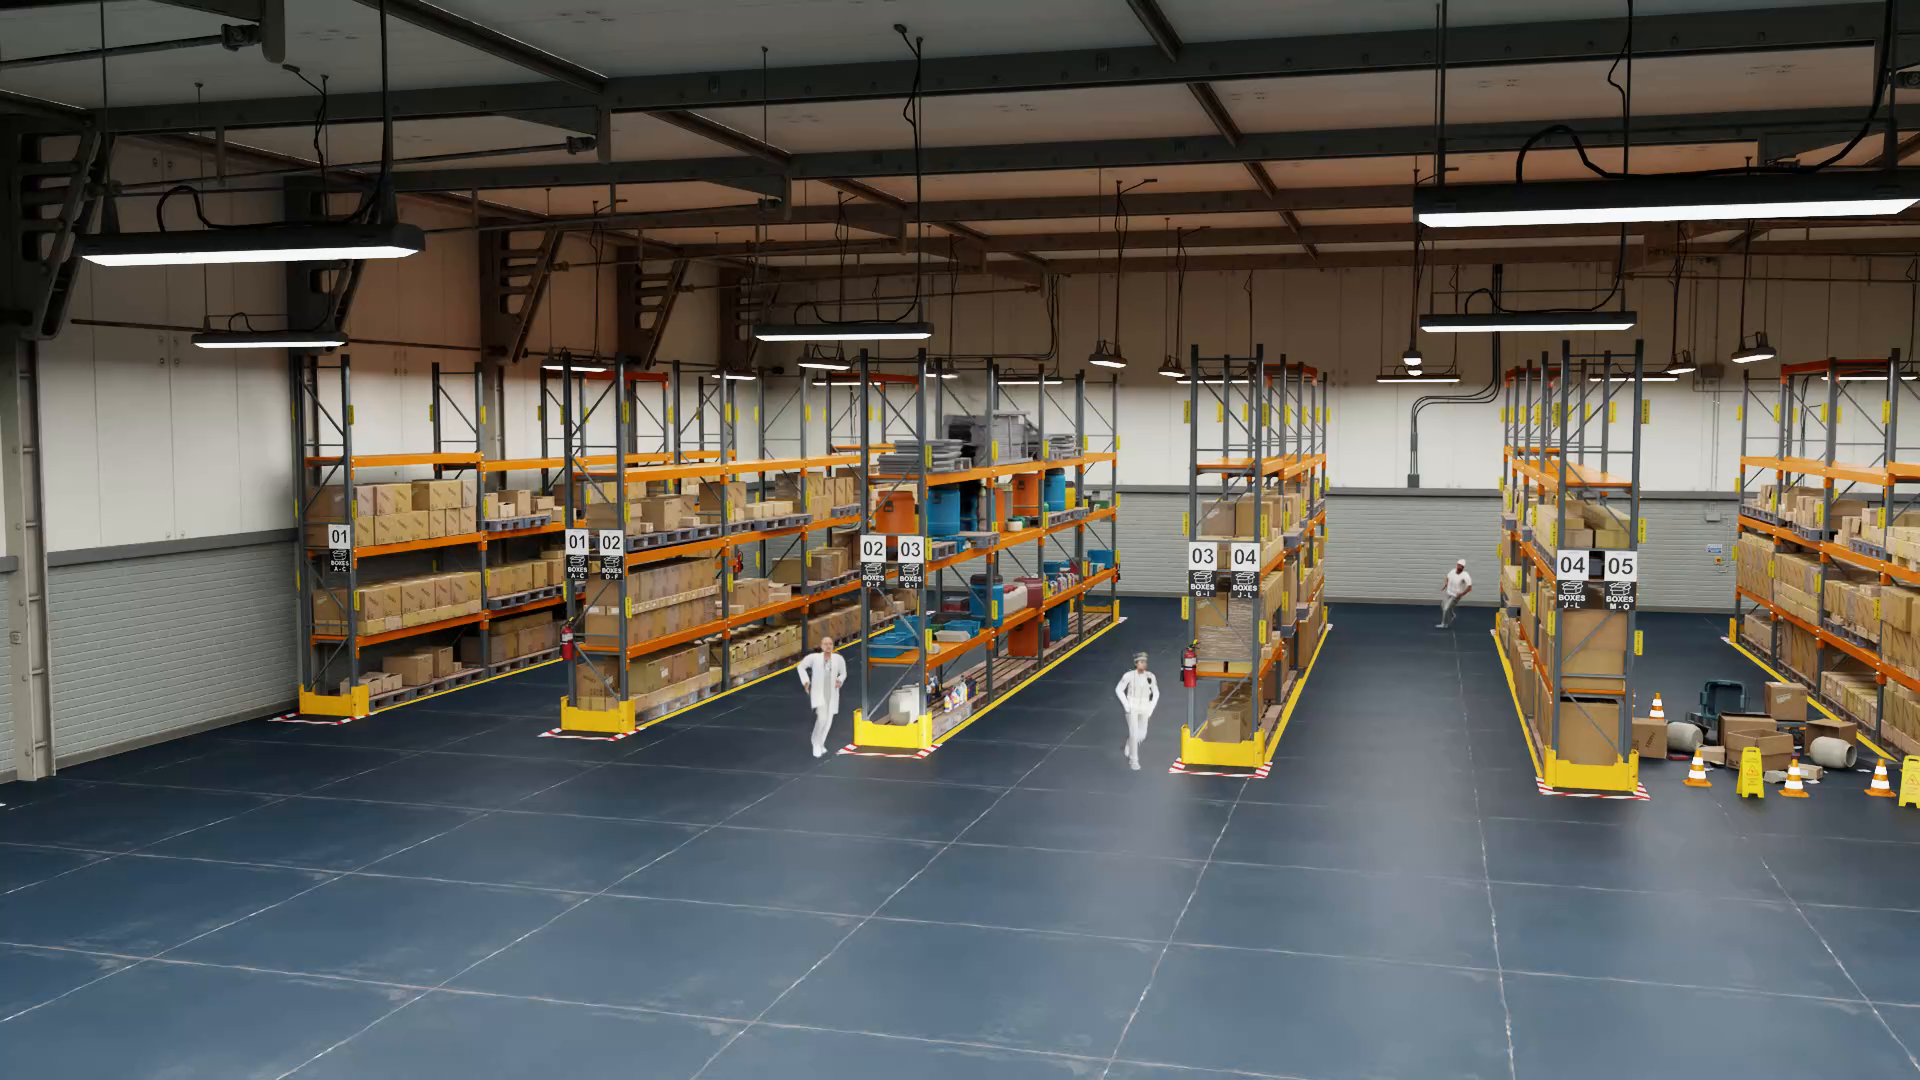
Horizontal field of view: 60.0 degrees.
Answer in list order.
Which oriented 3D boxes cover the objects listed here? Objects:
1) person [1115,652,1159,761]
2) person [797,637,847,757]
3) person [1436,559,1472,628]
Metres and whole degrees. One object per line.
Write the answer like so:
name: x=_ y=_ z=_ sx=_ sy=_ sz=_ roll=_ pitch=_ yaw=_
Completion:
person: x=2.532 y=2.369 z=23.731 sx=0.638 sy=1.574 sz=0.525 roll=-1 pitch=4 yaw=-11
person: x=-1.991 y=2.310 z=24.468 sx=0.689 sy=1.768 sz=0.711 roll=-2 pitch=5 yaw=-21
person: x=11.628 y=1.258 z=38.910 sx=0.616 sy=1.655 sz=0.852 roll=-3 pitch=5 yaw=-34
